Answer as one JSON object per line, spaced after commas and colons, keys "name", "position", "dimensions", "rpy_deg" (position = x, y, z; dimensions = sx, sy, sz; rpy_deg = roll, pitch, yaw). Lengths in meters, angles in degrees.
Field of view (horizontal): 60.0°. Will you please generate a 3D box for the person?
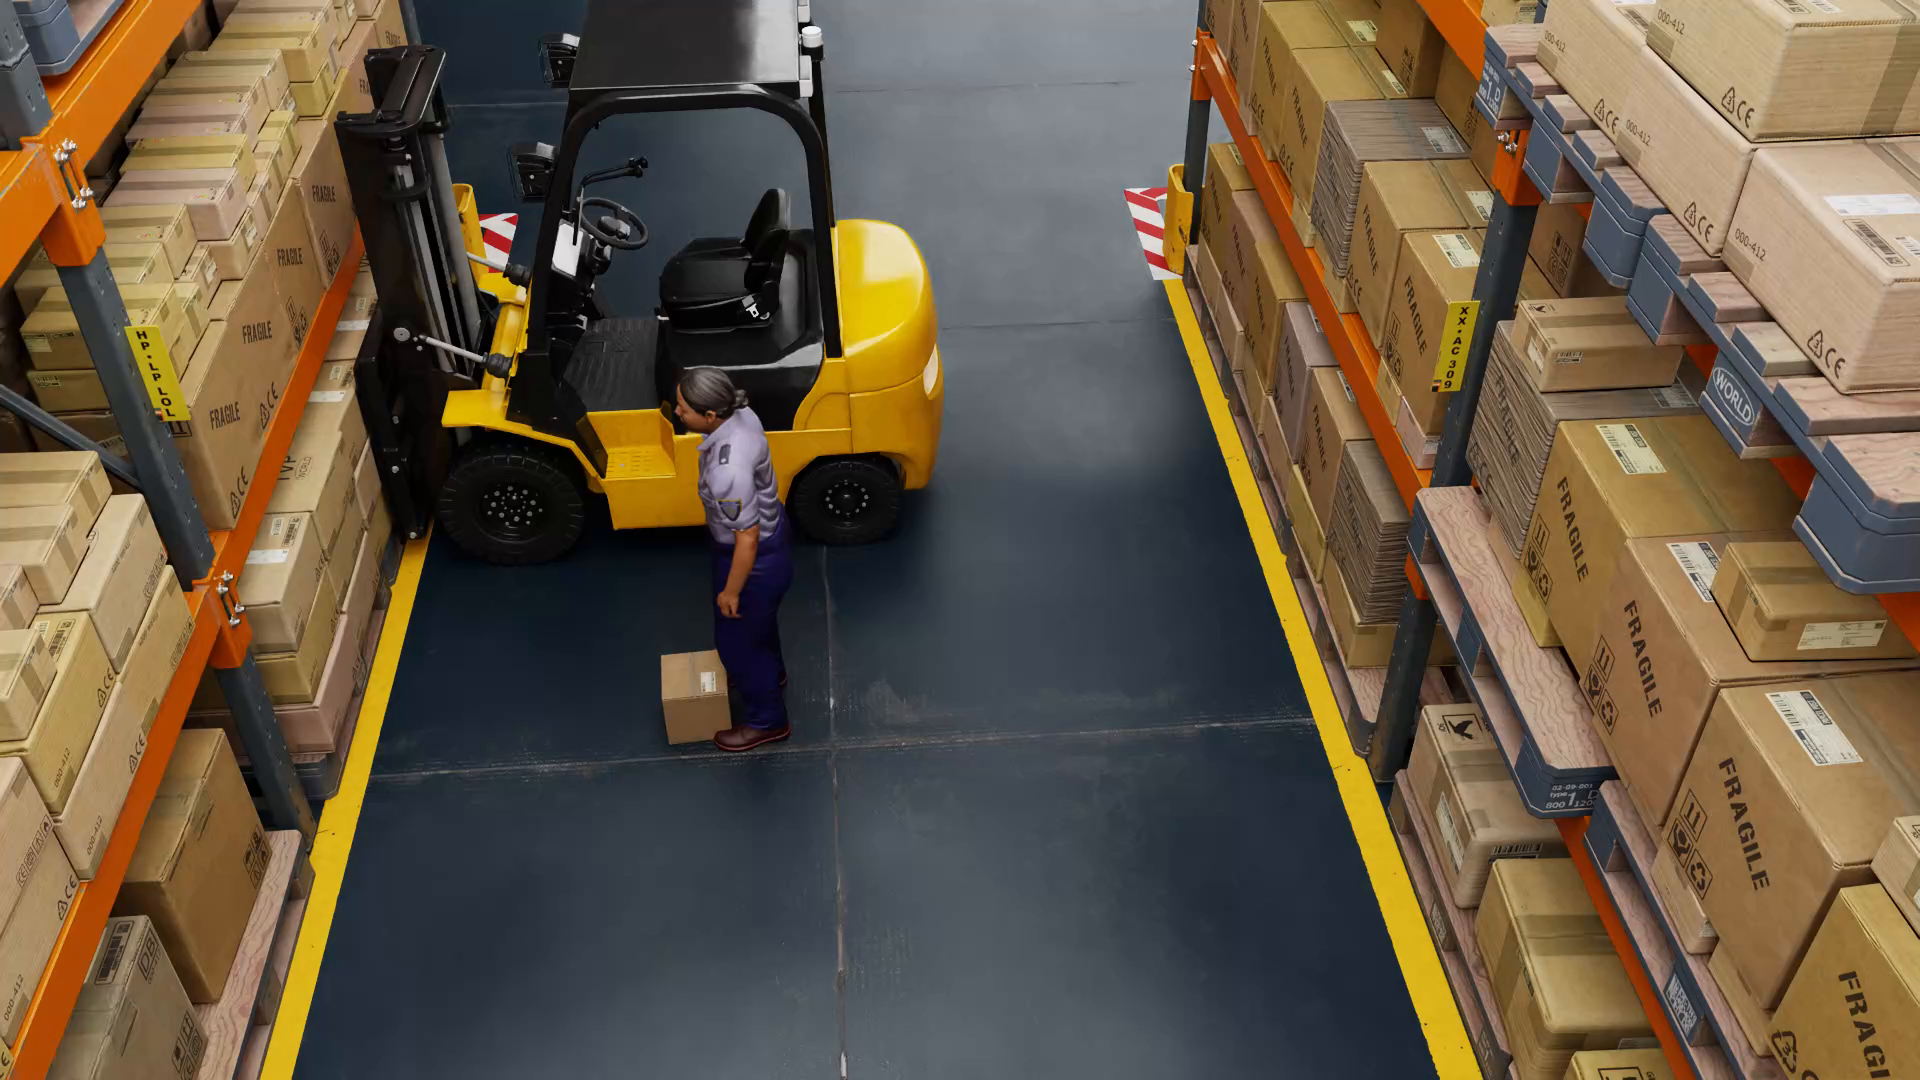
{"name": "person", "position": [-0.797, 0.055, 6.105], "dimensions": [0.371, 1.638, 0.538], "rpy_deg": [-3, 39, -4]}
